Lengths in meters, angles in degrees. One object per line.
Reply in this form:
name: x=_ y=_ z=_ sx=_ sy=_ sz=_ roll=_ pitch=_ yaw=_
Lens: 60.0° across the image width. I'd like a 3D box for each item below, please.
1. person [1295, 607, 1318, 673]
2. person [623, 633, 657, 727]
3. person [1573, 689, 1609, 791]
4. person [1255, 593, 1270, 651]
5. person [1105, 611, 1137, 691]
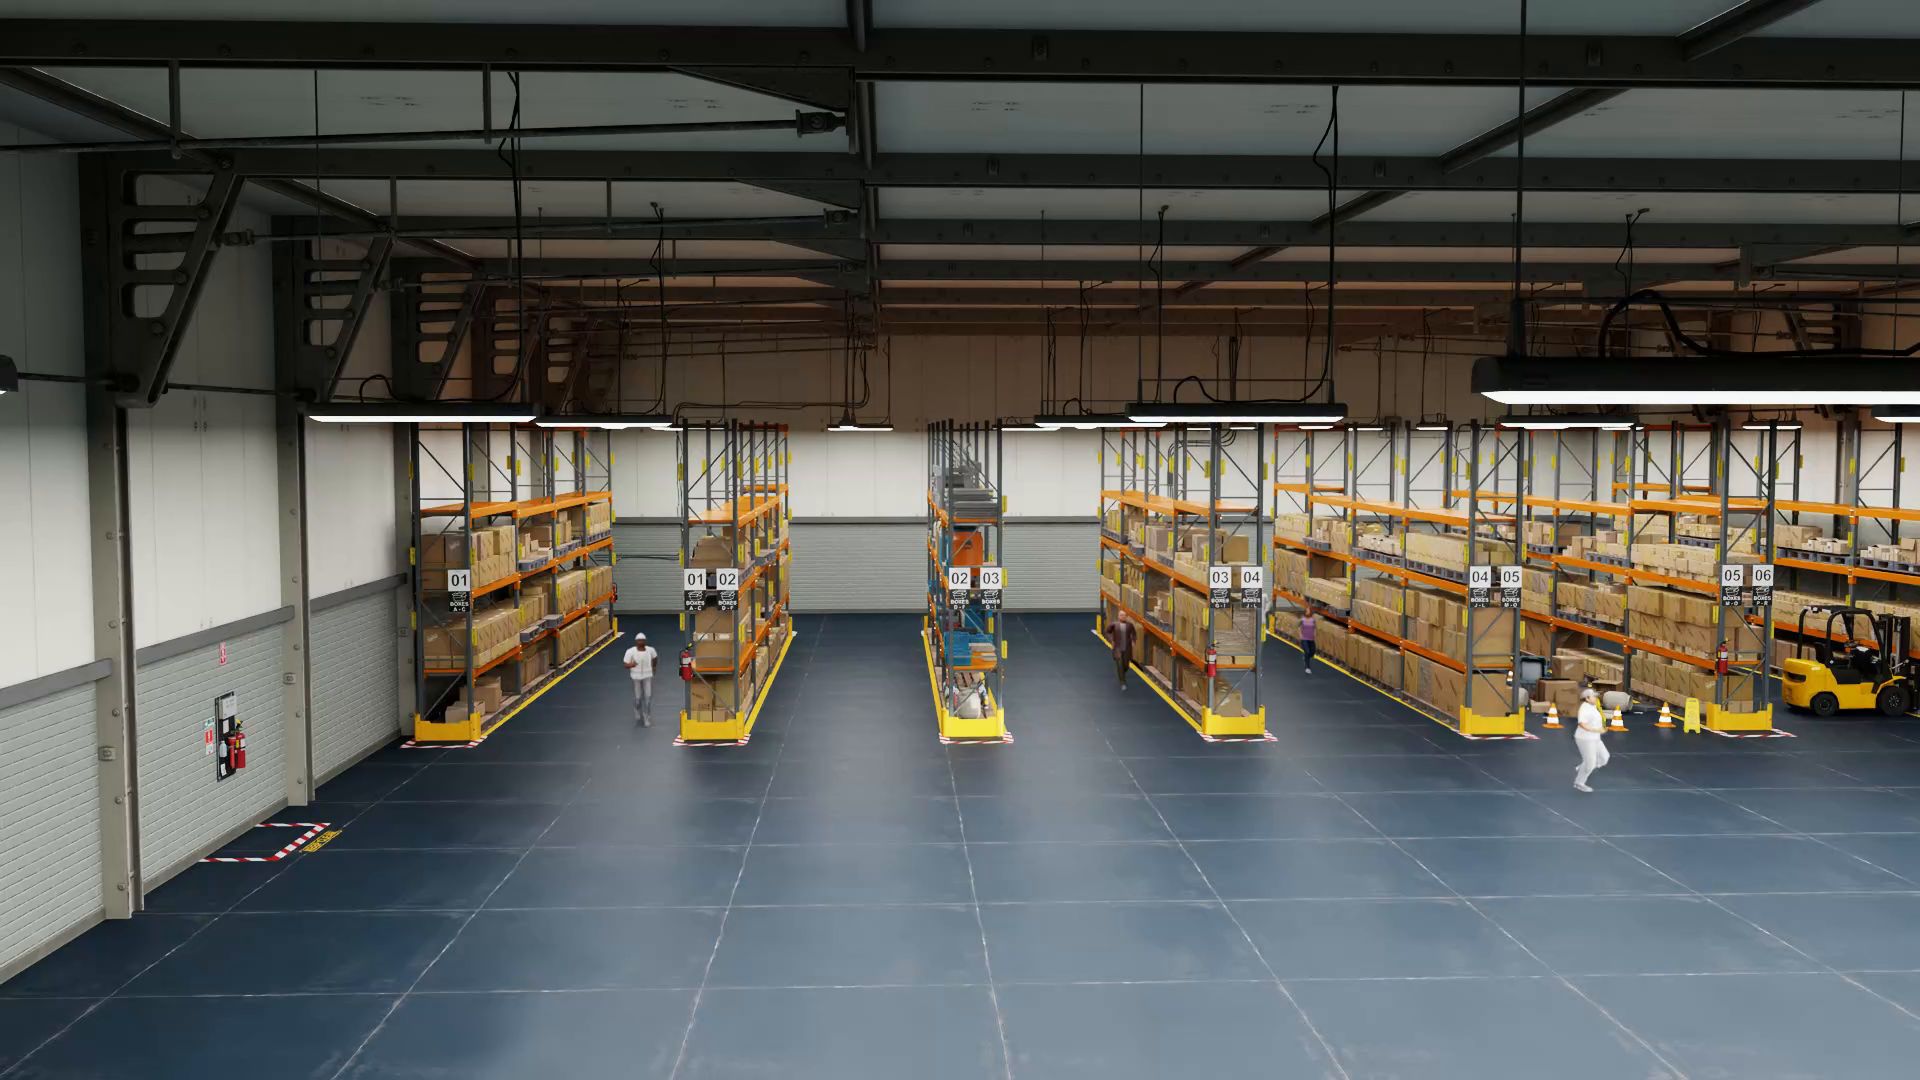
person: x=8.313 y=2.391 z=39.897 sx=0.541 sy=1.552 sz=0.666 roll=0 pitch=4 yaw=-5
person: x=-6.262 y=2.721 z=32.671 sx=0.688 sy=1.788 sz=0.891 roll=-1 pitch=4 yaw=-17
person: x=10.116 y=3.199 z=26.632 sx=0.527 sy=1.637 sz=0.657 roll=3 pitch=5 yaw=37
person: x=7.830 y=2.039 z=43.762 sx=0.679 sy=1.773 sz=0.743 roll=0 pitch=4 yaw=7
person: x=3.628 y=2.465 z=37.391 sx=0.711 sy=1.767 sz=0.900 roll=0 pitch=4 yaw=-4
